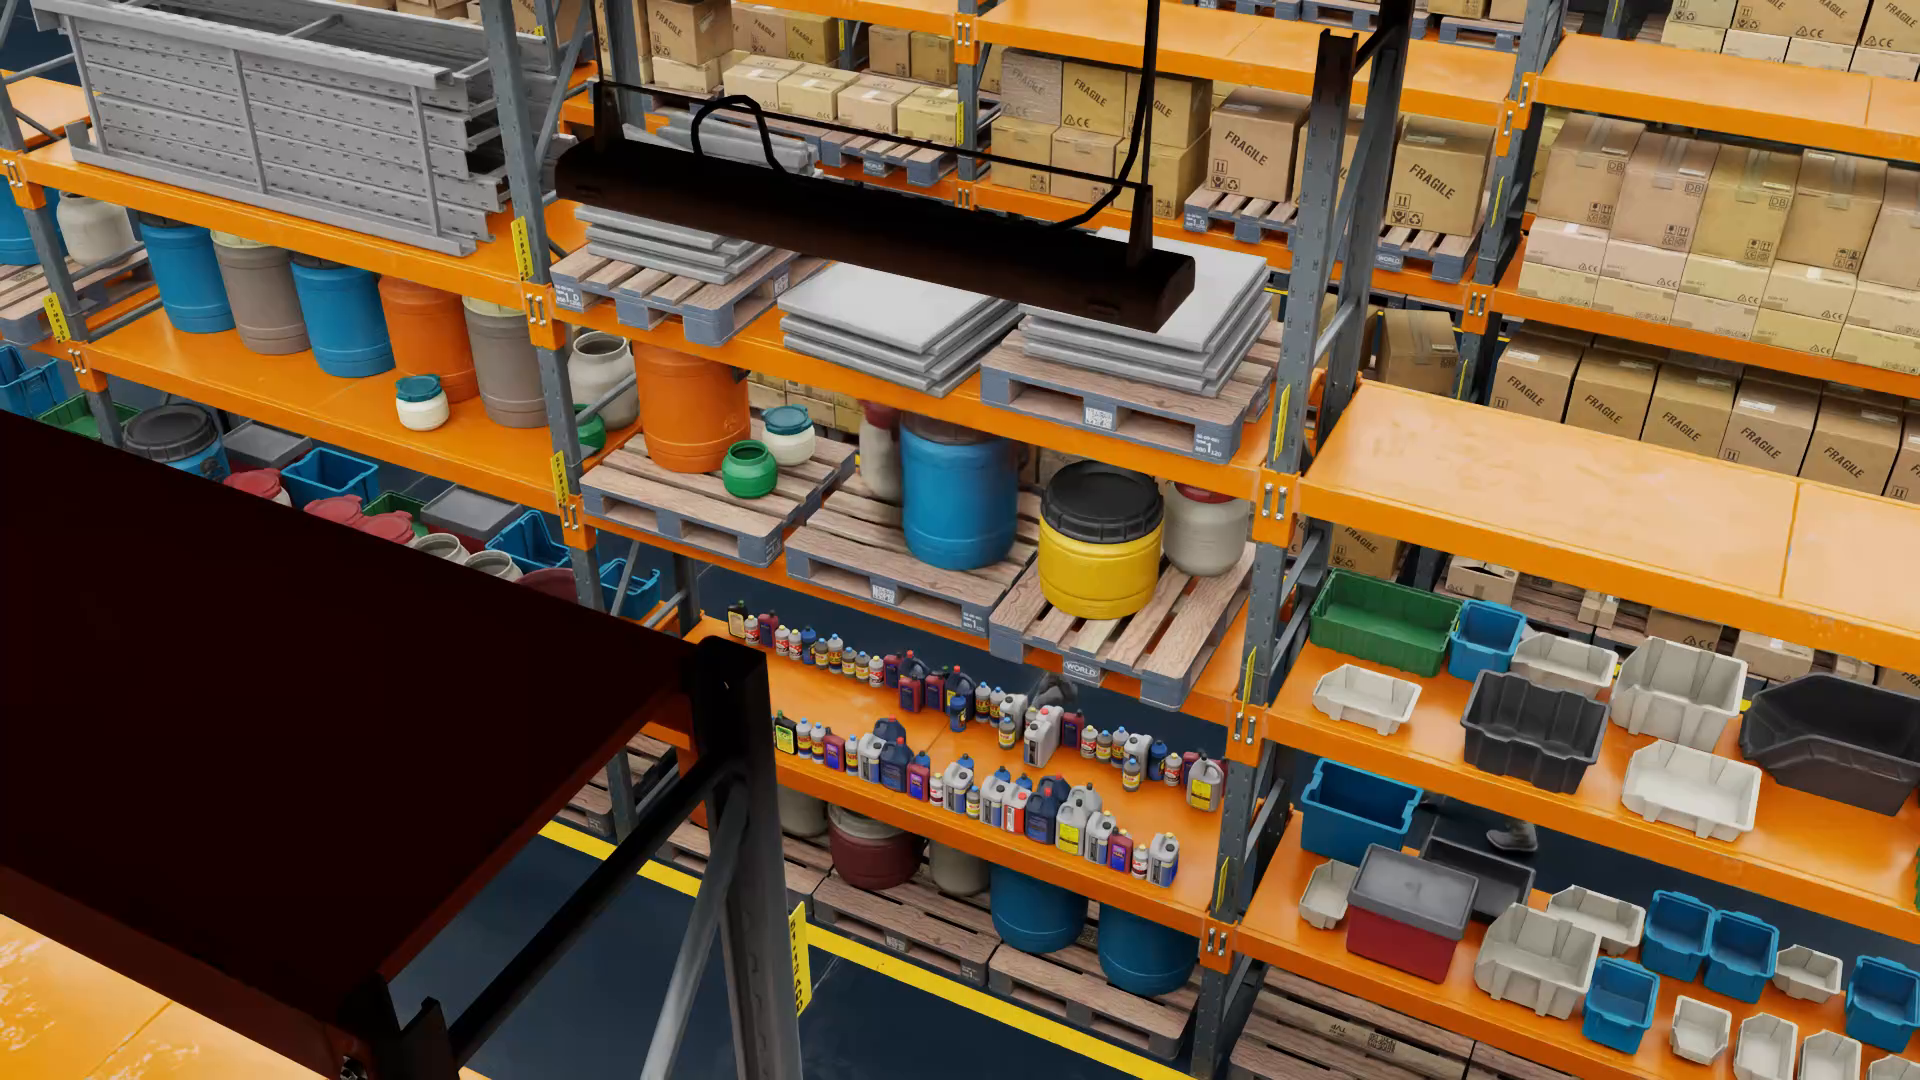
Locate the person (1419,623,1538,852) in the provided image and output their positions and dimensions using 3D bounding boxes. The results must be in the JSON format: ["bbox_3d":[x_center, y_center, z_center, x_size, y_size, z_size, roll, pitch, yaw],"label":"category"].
[{"bbox_3d":[3.325,1.182,10.660,1.084,1.709,0.622,17,38,22],"label":"person"}]

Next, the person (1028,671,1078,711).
[{"bbox_3d":[0.696,0.706,11.469,0.443,1.584,0.455,22,41,28],"label":"person"}]
